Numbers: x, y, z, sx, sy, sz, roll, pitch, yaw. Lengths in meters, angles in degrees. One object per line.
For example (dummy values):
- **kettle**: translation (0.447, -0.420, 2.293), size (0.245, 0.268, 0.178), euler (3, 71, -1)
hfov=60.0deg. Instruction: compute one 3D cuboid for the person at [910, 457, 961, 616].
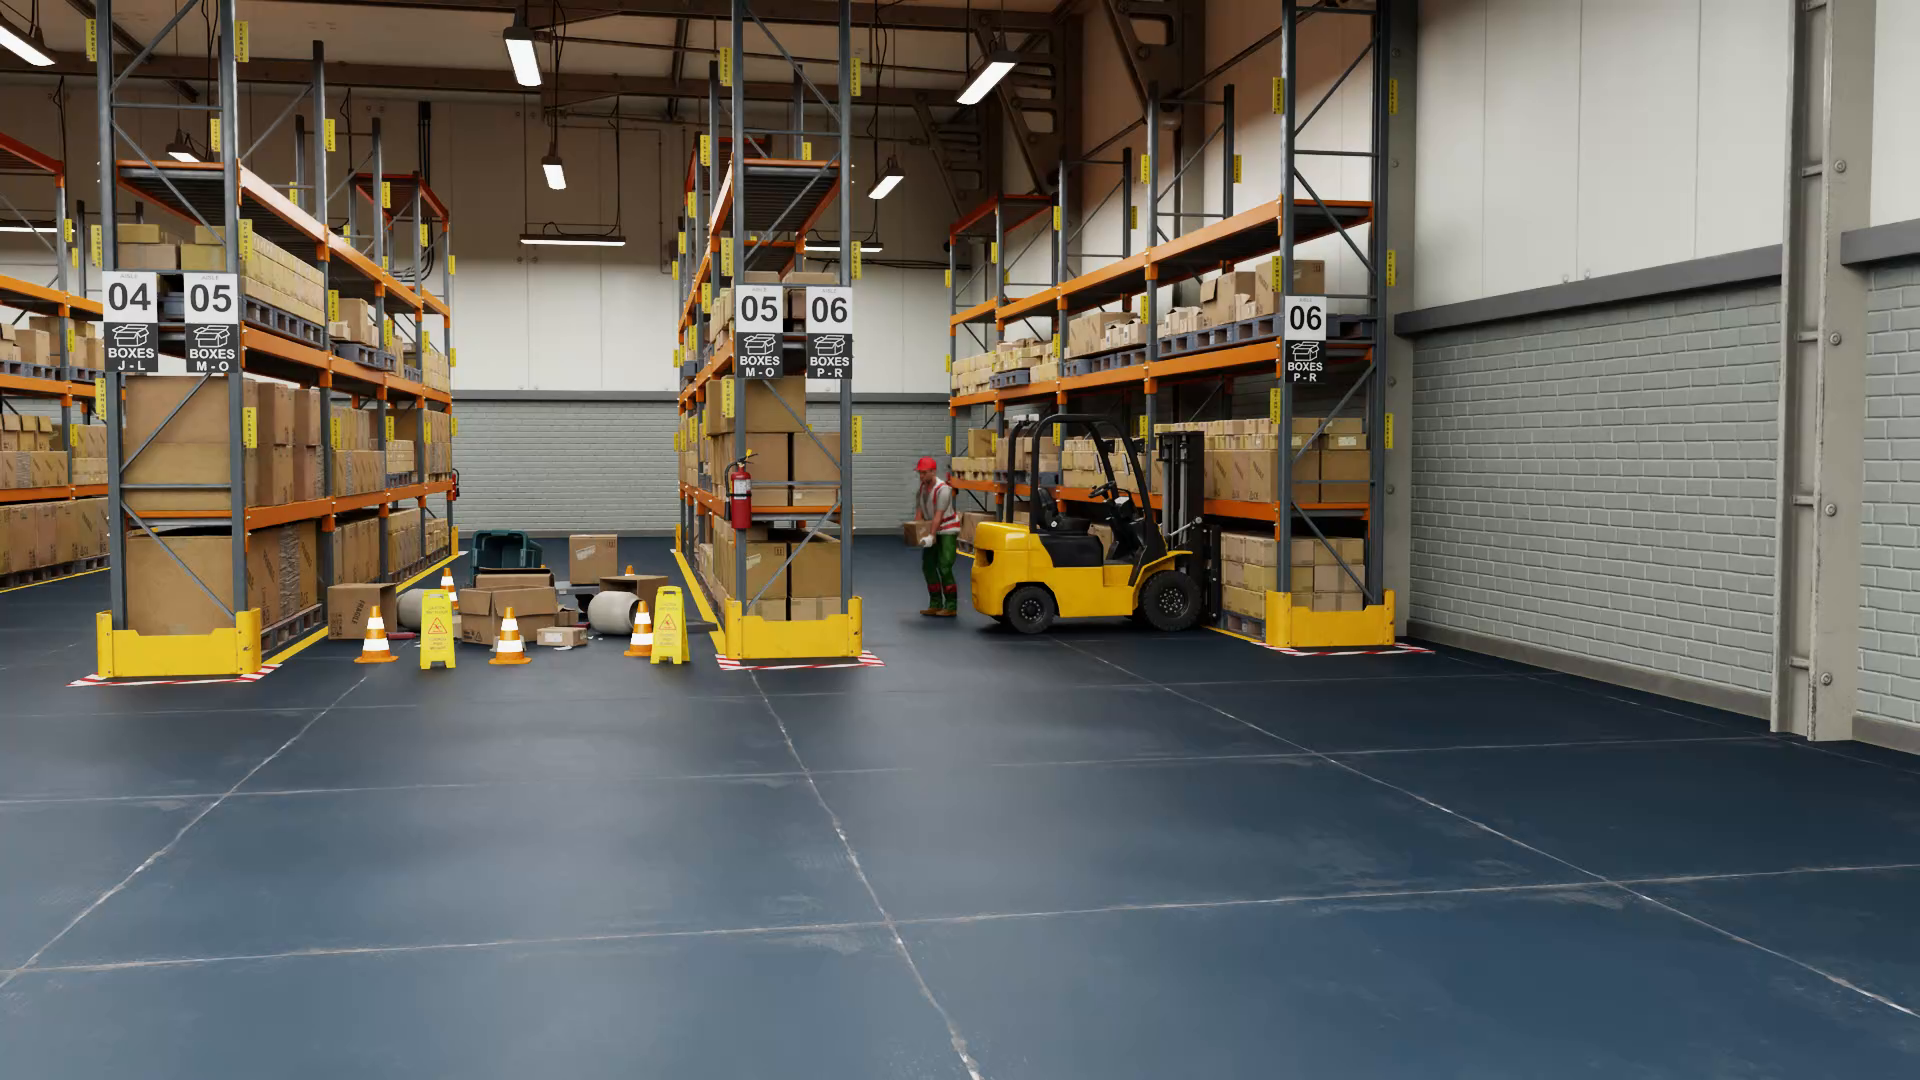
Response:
- **person**: translation (-0.283, -0.035, 18.072), size (0.610, 1.727, 0.496), euler (-3, 4, -42)
